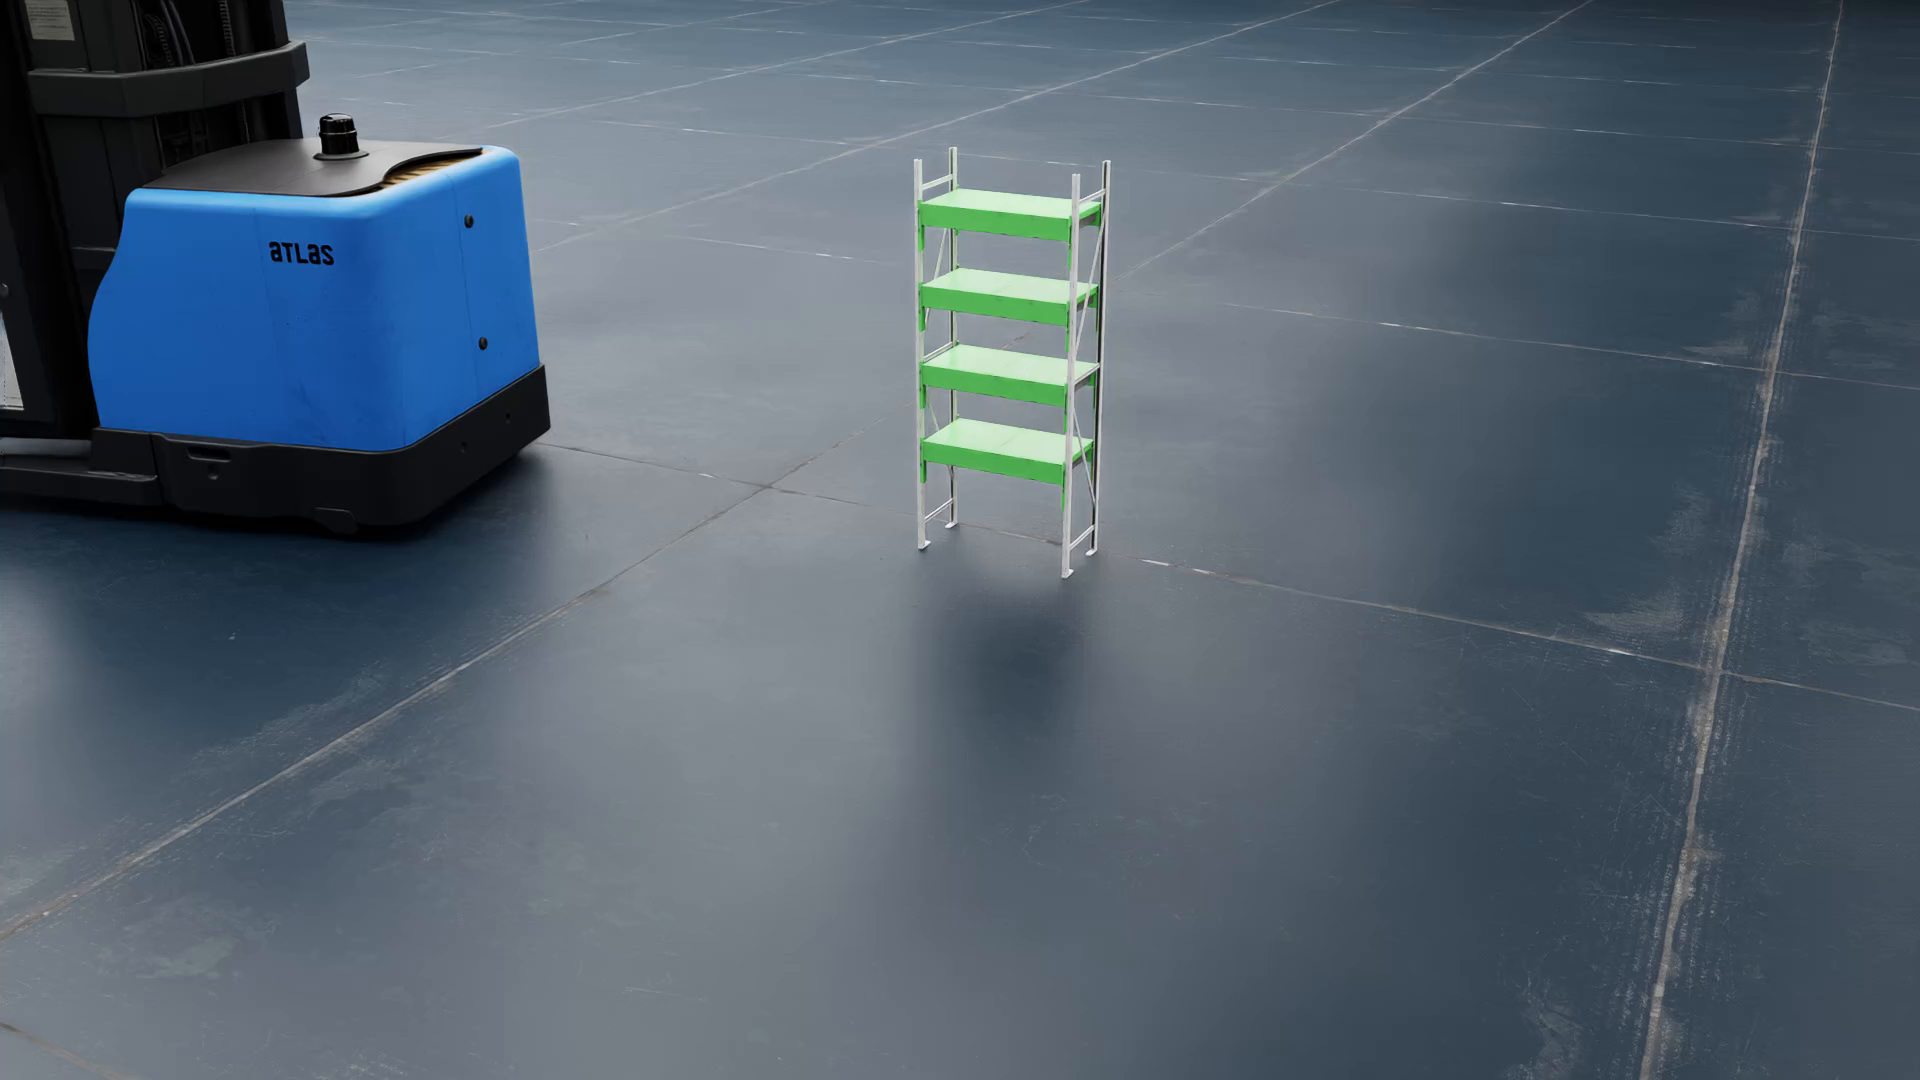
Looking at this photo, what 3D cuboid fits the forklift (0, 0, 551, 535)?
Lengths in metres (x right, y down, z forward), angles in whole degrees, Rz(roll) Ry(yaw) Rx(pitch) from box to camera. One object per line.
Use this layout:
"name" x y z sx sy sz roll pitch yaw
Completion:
"forklift" -3.055 -1.657 5.402 3.031 2.935 1.130 5 24 13

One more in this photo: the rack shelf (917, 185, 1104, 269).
"rack shelf" 0.148 -0.906 4.784 0.480 0.148 0.258 11 25 25

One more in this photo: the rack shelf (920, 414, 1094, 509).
"rack shelf" 0.148 -0.243 5.065 0.480 0.148 0.258 11 25 25

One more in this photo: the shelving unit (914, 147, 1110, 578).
"shelving unit" 0.148 -0.523 4.946 0.503 1.200 0.258 11 25 25

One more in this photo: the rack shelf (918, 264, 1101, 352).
"rack shelf" 0.148 -0.685 4.878 0.480 0.148 0.258 11 25 25

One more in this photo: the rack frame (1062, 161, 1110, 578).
"rack frame" 0.365 -0.480 4.845 0.015 1.200 0.240 11 25 25

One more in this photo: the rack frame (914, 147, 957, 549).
"rack frame" -0.070 -0.566 5.048 0.015 1.200 0.240 11 25 25

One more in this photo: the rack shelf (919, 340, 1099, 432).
"rack shelf" 0.148 -0.464 4.971 0.480 0.148 0.258 11 25 25
